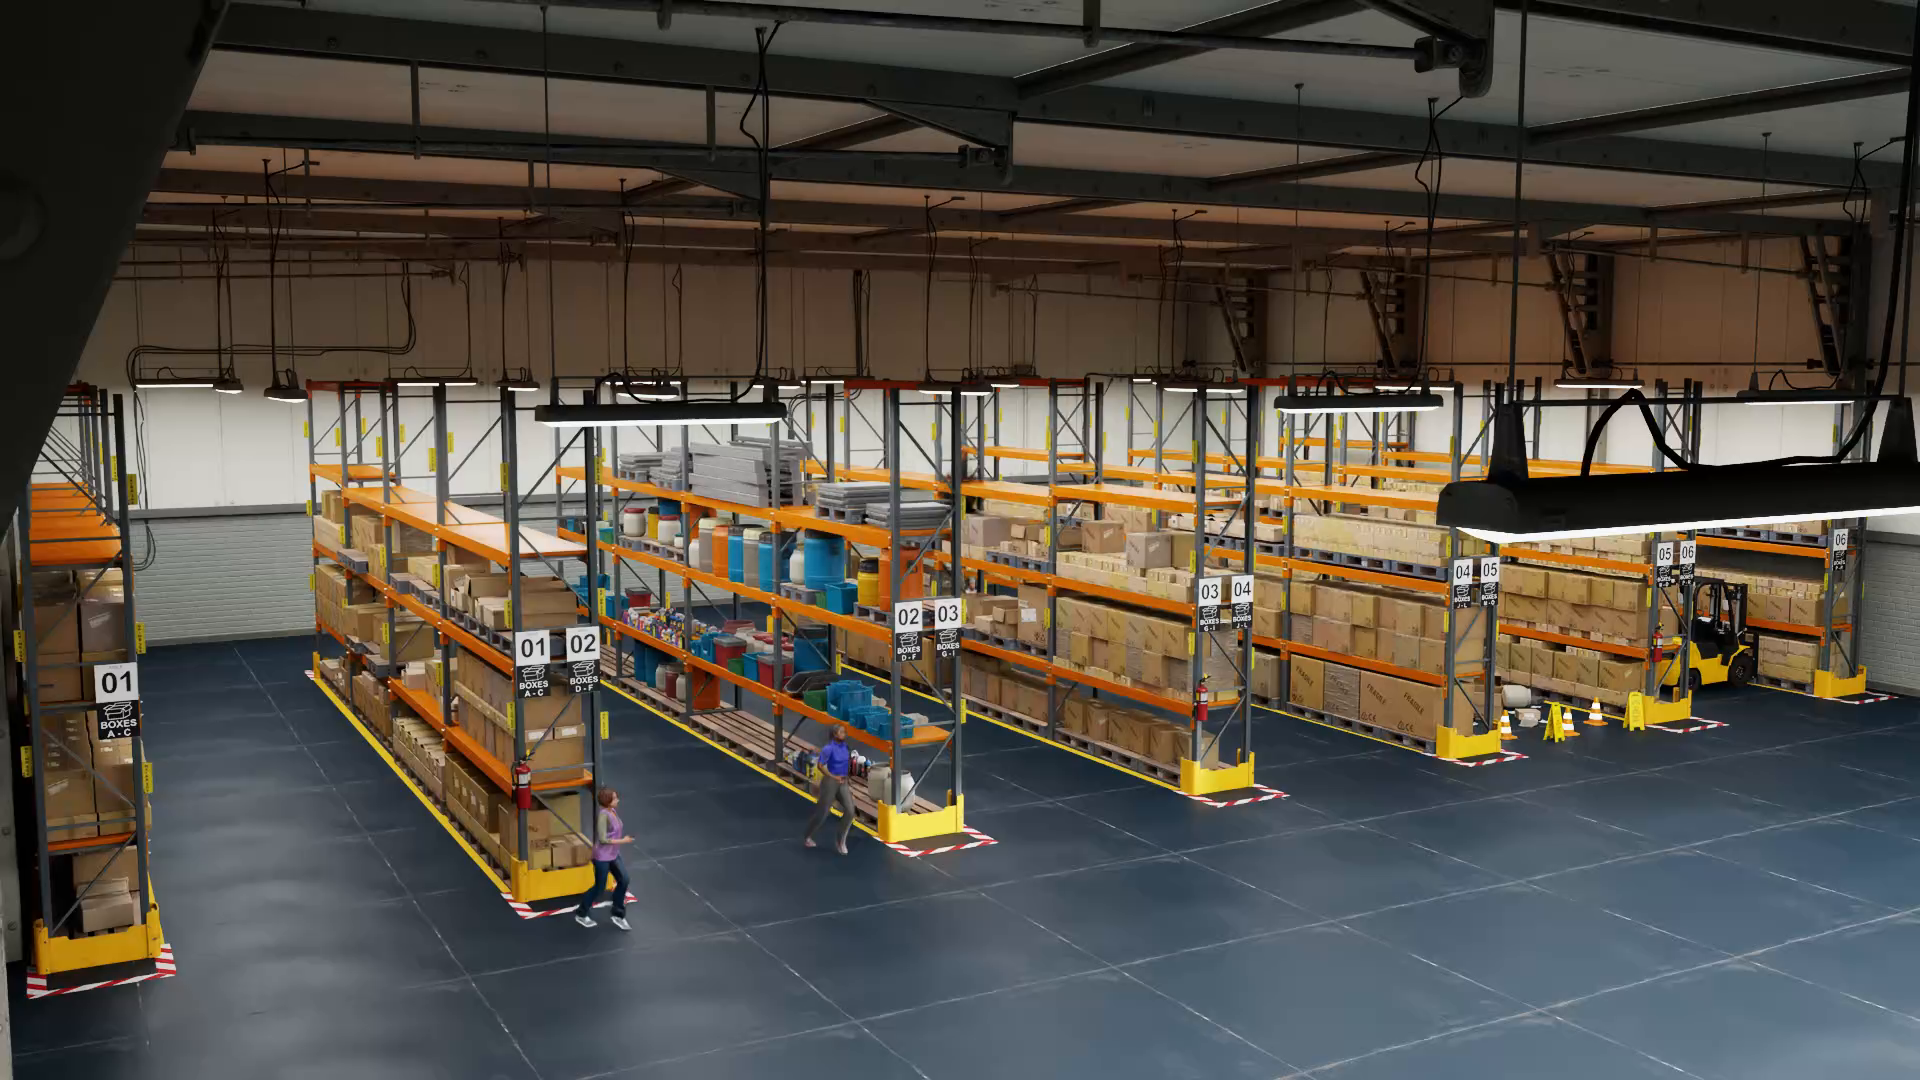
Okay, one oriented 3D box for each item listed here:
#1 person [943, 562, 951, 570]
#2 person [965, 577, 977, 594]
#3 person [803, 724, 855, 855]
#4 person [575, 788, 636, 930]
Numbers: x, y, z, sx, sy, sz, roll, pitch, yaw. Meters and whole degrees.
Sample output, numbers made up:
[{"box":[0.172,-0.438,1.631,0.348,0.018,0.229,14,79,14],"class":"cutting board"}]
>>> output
[{"box":[-0.312,1.373,38.645,0.677,1.770,0.878,-3,7,-25],"class":"person"},{"box":[0.261,1.607,34.827,0.592,1.712,0.687,-4,7,-31],"class":"person"},{"box":[-1.647,3.229,21.702,0.686,1.677,0.660,5,8,40],"class":"person"},{"box":[-3.949,3.592,18.571,0.708,1.637,0.542,1,6,8],"class":"person"}]
